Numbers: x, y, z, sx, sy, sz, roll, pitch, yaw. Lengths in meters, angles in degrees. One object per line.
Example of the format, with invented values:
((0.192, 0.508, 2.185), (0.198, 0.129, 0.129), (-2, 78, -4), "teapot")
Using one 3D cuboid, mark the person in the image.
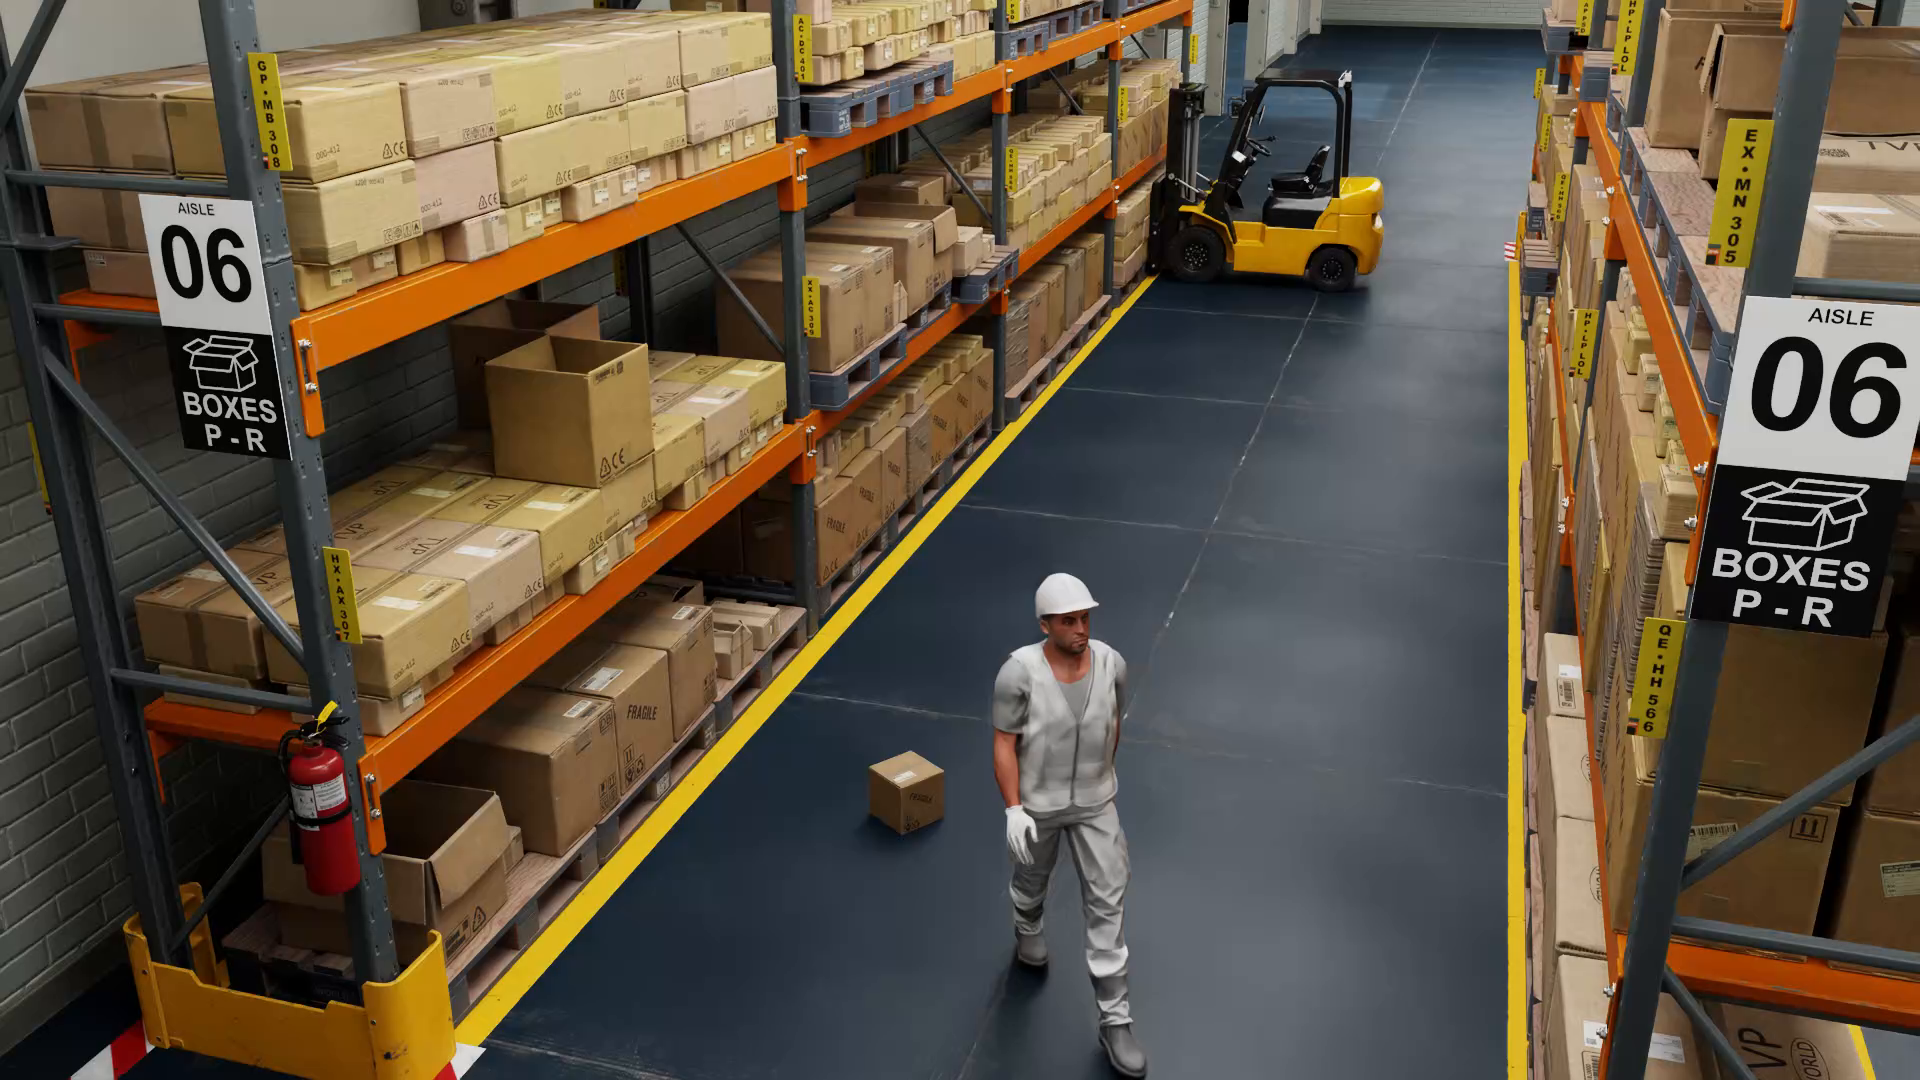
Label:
((0.394, 0.976, 6.056), (0.536, 1.726, 1.016), (-5, 22, -11), "person")
